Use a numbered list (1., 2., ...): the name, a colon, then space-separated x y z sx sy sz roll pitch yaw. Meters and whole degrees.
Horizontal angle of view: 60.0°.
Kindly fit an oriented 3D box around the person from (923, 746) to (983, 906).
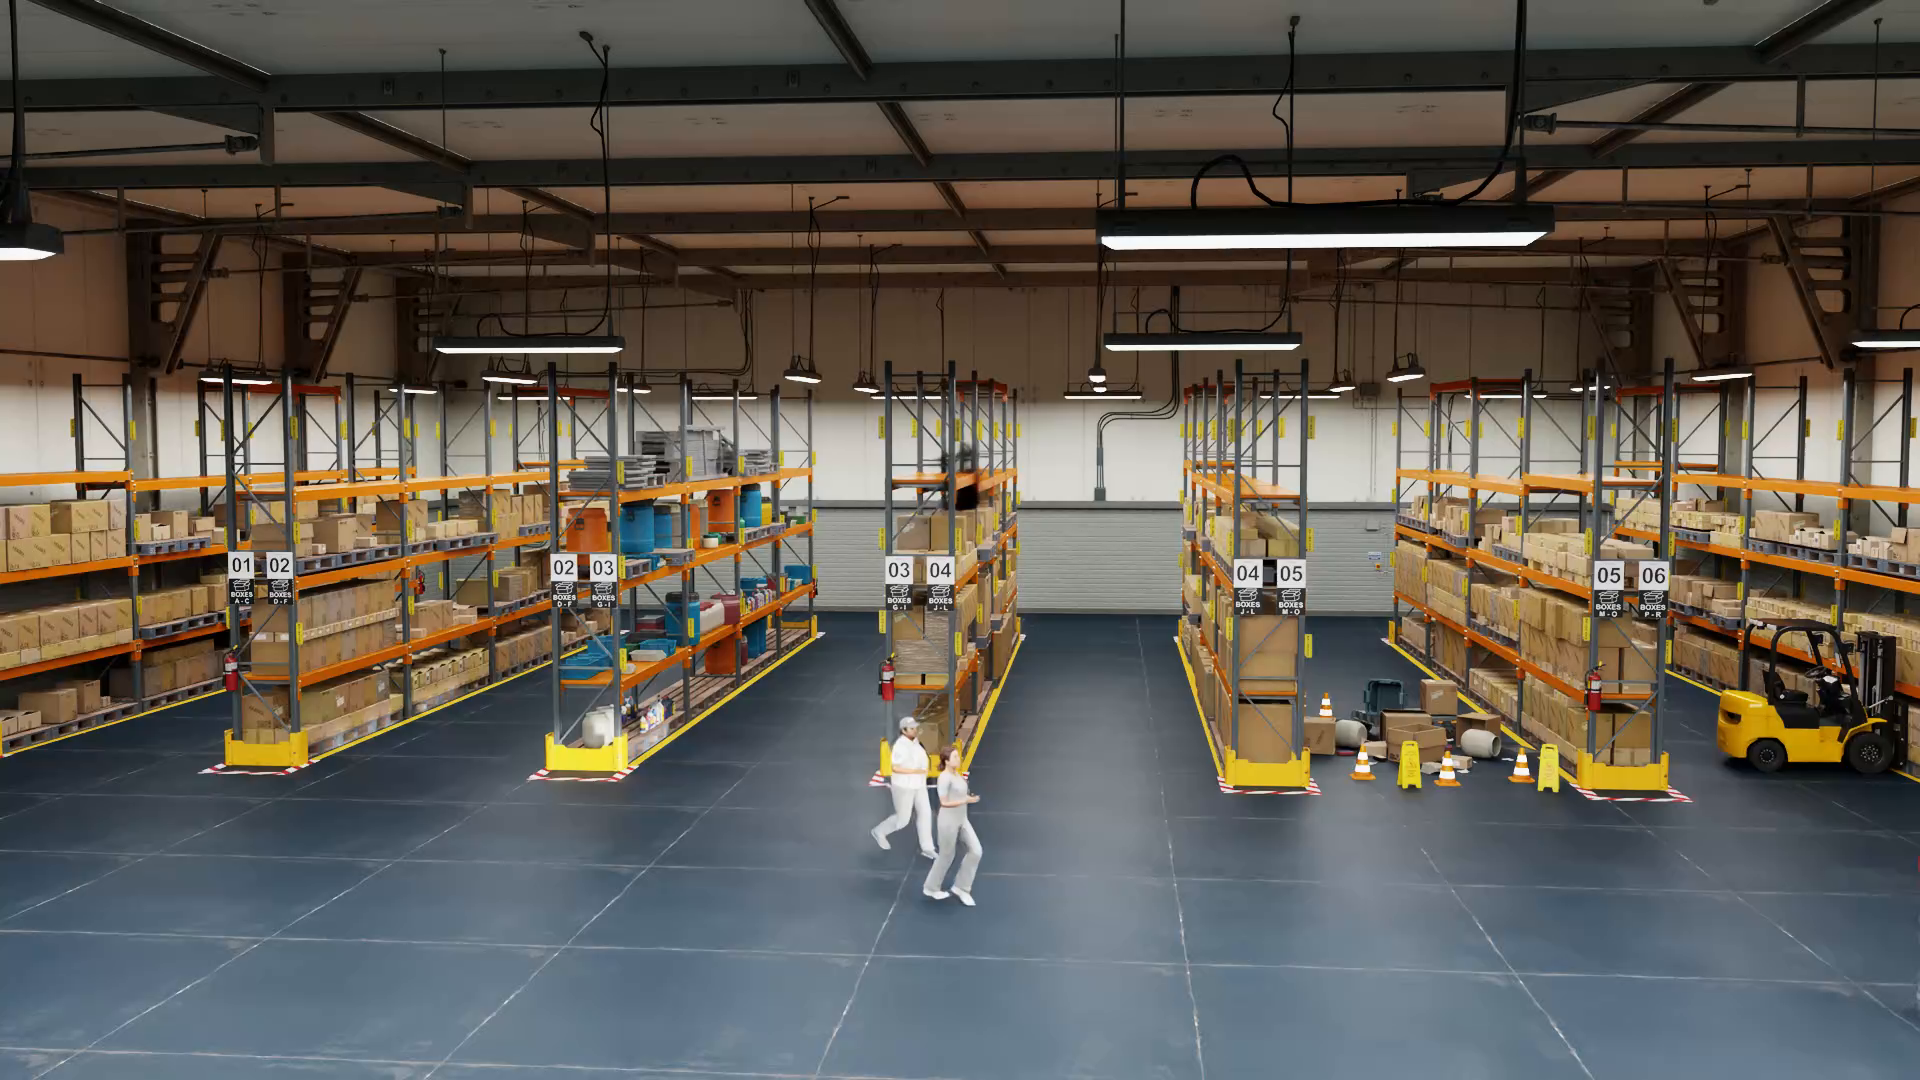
1. person: -0.070 3.016 17.531 0.691 1.705 0.544 2 4 29

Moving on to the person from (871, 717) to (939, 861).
1. person: -0.609 2.889 19.397 0.921 1.667 0.609 2 4 31
